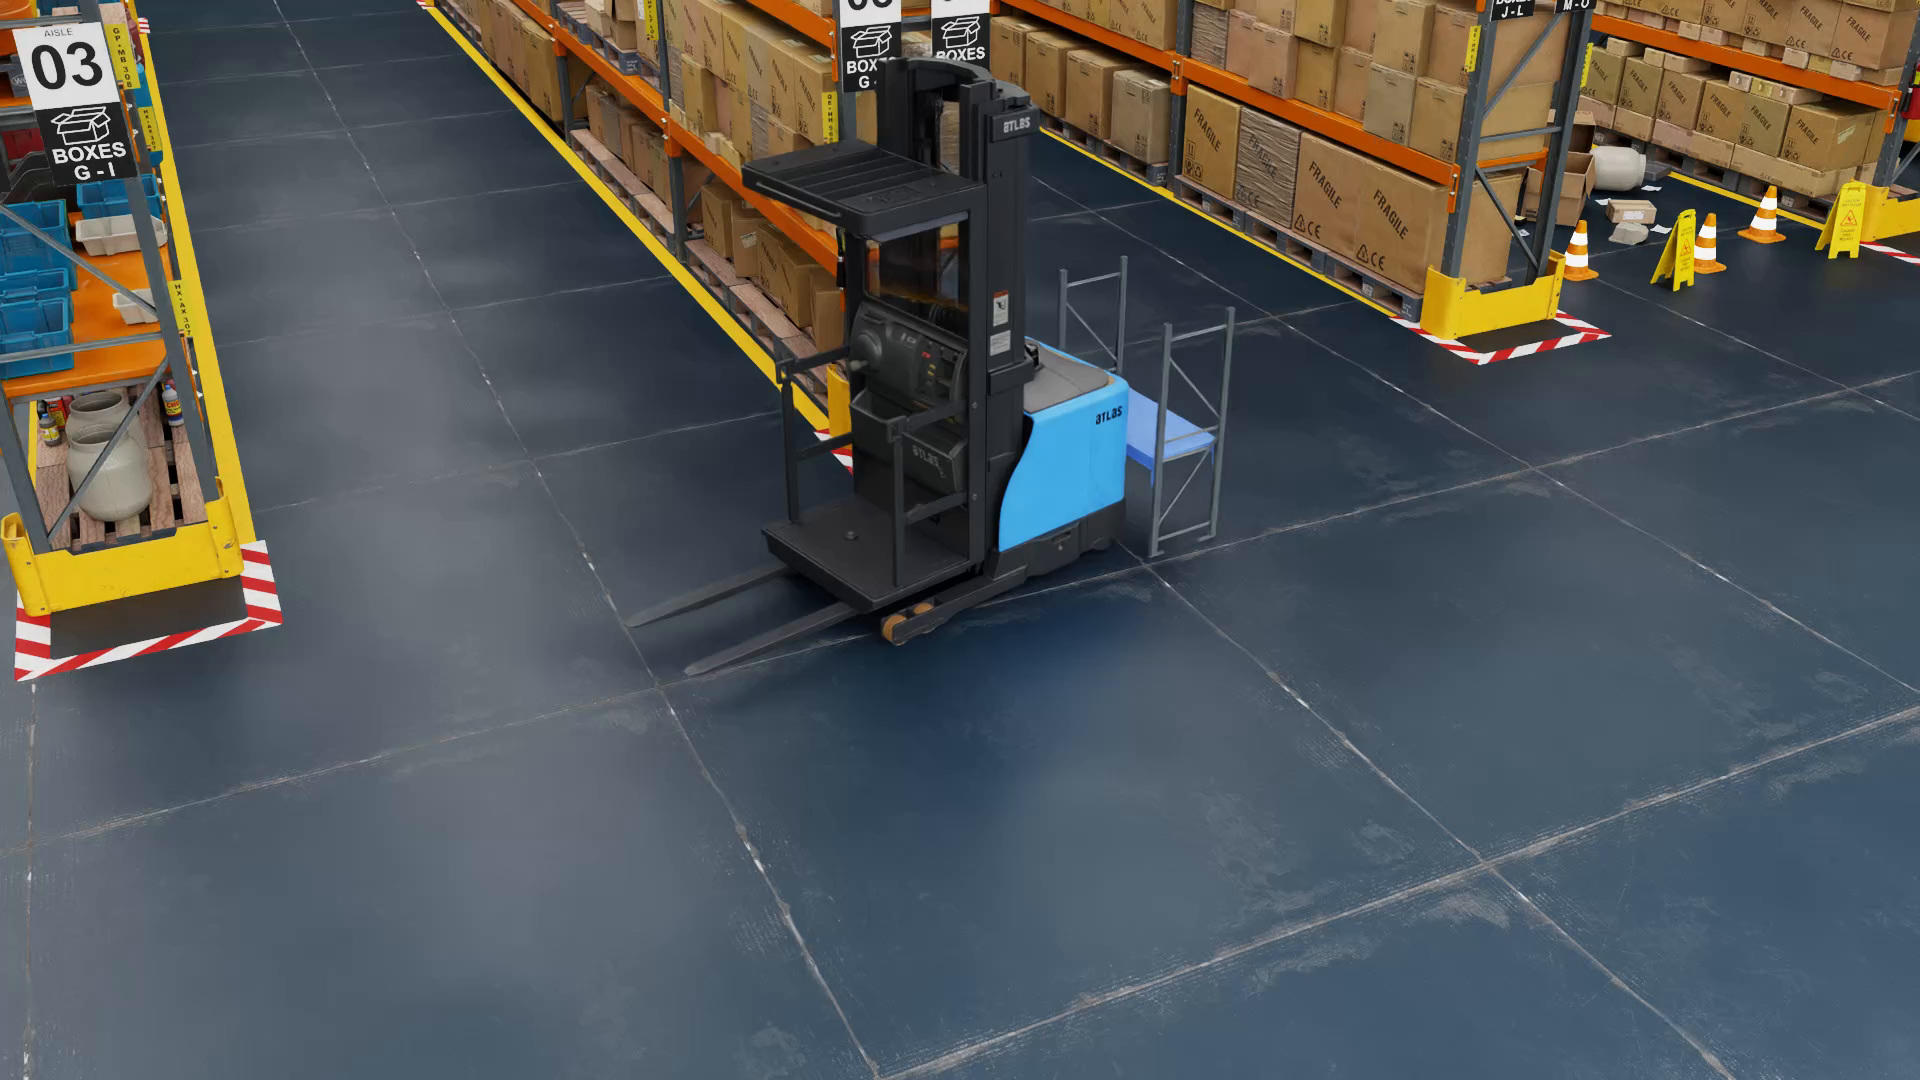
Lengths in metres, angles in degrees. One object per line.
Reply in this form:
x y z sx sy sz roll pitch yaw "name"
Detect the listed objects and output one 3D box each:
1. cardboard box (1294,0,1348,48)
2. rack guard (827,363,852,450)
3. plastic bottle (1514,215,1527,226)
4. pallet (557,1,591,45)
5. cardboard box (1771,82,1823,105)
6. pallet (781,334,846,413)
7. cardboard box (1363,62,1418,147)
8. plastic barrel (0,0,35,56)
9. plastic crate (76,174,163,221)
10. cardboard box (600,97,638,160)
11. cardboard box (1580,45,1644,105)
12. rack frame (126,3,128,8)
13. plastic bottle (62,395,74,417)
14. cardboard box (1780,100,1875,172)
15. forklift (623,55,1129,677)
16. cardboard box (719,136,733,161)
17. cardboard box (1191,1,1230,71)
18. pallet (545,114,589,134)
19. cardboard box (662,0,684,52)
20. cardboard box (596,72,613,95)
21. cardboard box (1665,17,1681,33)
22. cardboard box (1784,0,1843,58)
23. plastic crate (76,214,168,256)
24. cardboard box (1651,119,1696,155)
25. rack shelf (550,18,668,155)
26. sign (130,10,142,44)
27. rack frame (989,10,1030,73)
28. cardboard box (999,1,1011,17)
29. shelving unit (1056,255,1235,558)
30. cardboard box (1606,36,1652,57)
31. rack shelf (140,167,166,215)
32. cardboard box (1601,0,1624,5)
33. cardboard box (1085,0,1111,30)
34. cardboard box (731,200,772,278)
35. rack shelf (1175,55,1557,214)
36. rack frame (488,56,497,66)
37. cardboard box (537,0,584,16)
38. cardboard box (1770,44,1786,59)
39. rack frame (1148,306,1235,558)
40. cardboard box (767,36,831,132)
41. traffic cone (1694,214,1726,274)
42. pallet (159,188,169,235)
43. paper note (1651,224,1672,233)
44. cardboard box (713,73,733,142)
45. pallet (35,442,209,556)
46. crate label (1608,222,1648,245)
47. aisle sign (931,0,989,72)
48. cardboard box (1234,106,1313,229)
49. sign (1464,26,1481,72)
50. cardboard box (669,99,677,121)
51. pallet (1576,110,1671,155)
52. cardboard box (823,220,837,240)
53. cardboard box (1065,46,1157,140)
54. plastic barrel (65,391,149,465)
3.323 -4.489 13.903 0.875 0.550 0.500 -13 32 -22 "cardboard box"
-0.326 -1.020 11.531 1.175 0.500 0.348 -13 32 -22 "rack guard"
5.123 -2.993 15.498 0.283 0.061 0.133 26 38 38 "plastic bottle"
-3.326 -5.235 16.687 1.213 0.211 1.003 -13 32 -22 "pallet"
7.859 -4.199 15.596 0.380 0.149 0.250 -12 31 -21 "cardboard box"
-0.643 -1.261 12.255 1.003 0.211 1.213 -13 32 -22 "pallet"
3.773 -3.532 13.301 0.875 0.550 0.550 -13 32 -22 "cardboard box"
-5.090 -2.904 8.399 0.600 0.830 0.708 -13 32 -22 "plastic barrel"
-5.764 -2.307 11.423 0.499 0.251 0.616 -13 32 -22 "plastic crate"
-3.173 -4.178 16.713 0.700 0.500 0.500 -16 33 -26 "cardboard box"
6.949 -4.918 17.542 0.500 0.500 0.500 -12 31 -20 "cardboard box"
-11.636 -8.105 21.610 1.000 3.000 0.127 -13 32 -22 "rack frame"
-5.939 -0.903 11.094 0.061 0.283 0.133 -13 32 -22 "plastic bottle"
8.077 -3.768 15.491 0.500 0.500 0.500 -13 32 -22 "cardboard box"
-0.448 -0.987 8.986 3.031 2.935 1.130 -22 36 -34 "forklift"
-1.631 -3.029 12.815 0.380 0.149 0.250 -13 32 -22 "cardboard box"
2.681 -4.746 15.466 0.875 0.550 0.550 -13 32 -22 "cardboard box"
-3.998 -4.759 18.493 1.003 0.211 1.213 -13 32 -22 "pallet"
-2.047 -4.201 13.220 0.500 0.500 0.500 -13 32 -22 "cardboard box"
-3.413 -4.750 16.966 0.500 0.250 0.500 -12 31 -20 "cardboard box"
7.299 -5.169 16.631 0.380 0.149 0.250 -13 32 -22 "cardboard box"
7.964 -4.735 15.194 0.500 0.500 0.500 -13 32 -22 "cardboard box"
-5.558 -2.025 11.037 0.530 0.136 0.437 -13 32 -22 "plastic crate"
7.418 -4.124 16.892 0.500 0.250 0.500 -14 32 -23 "cardboard box"
-2.869 -4.414 15.762 1.077 0.370 4.000 -13 32 -22 "rack shelf"
-7.708 -4.761 15.479 0.100 0.325 0.005 -13 32 -22 "sign"
0.795 -6.608 18.940 1.000 3.000 0.127 -13 32 -22 "rack frame"
0.265 -6.275 19.706 0.500 0.250 0.500 -14 32 -23 "cardboard box"
1.087 -0.828 10.165 0.538 1.500 1.048 -17 33 -27 "shelving unit"
6.948 -5.133 17.263 0.380 0.149 0.250 -13 32 -21 "cardboard box"
-7.343 -3.374 13.908 1.077 0.370 4.000 -13 32 -22 "rack shelf"
6.877 -5.845 17.174 0.500 0.500 0.500 -13 32 -22 "cardboard box"
1.613 -5.505 16.871 0.500 0.500 0.500 -13 32 -21 "cardboard box"
-1.623 -2.500 13.741 0.500 0.500 0.500 -3 29 -6 "cardboard box"
3.371 -3.643 14.389 1.077 0.370 4.000 -13 32 -22 "rack shelf"
-5.445 -7.378 20.313 1.000 3.000 0.127 -13 32 -22 "rack frame"
-4.164 -5.820 17.434 0.500 0.500 0.500 -12 31 -20 "cardboard box"
7.882 -4.625 15.661 0.380 0.149 0.250 -13 32 -21 "cardboard box"
1.357 -0.617 9.789 0.500 1.500 0.032 -17 33 -27 "rack frame"
-0.973 -3.097 11.251 0.500 0.500 0.500 -13 32 -22 "cardboard box"
6.450 -2.587 14.363 0.336 0.463 0.334 -13 32 -22 "traffic cone"
-7.904 -3.004 15.365 1.003 0.211 1.213 -13 32 -22 "pallet"
6.453 -2.862 15.296 0.142 0.019 0.148 26 38 38 "paper note"
-1.385 -3.378 12.773 0.875 0.500 0.500 -13 32 -22 "cardboard box"
-5.186 -0.204 10.372 1.003 0.211 1.213 -13 32 -22 "pallet"
6.057 -2.779 15.039 0.298 0.136 0.250 19 34 30 "crate label"
0.004 -3.246 10.288 0.394 0.787 0.004 -13 32 -22 "aisle sign"
3.109 -3.407 14.975 0.875 0.875 0.875 -13 32 -22 "cardboard box"
3.733 -3.574 12.104 0.100 0.325 0.005 -13 32 -22 "sign"
-2.190 -3.576 13.790 0.380 0.149 0.250 -13 32 -22 "cardboard box"
7.260 -4.419 17.888 1.003 0.211 1.213 -13 32 -22 "pallet"
-0.709 -2.160 11.266 0.380 0.149 0.250 -13 32 -22 "cardboard box"
1.754 -4.725 17.453 1.050 0.750 0.750 -13 32 -22 "cardboard box"
-5.334 -0.631 10.396 0.421 0.512 0.421 0 29 0 "plastic barrel"
